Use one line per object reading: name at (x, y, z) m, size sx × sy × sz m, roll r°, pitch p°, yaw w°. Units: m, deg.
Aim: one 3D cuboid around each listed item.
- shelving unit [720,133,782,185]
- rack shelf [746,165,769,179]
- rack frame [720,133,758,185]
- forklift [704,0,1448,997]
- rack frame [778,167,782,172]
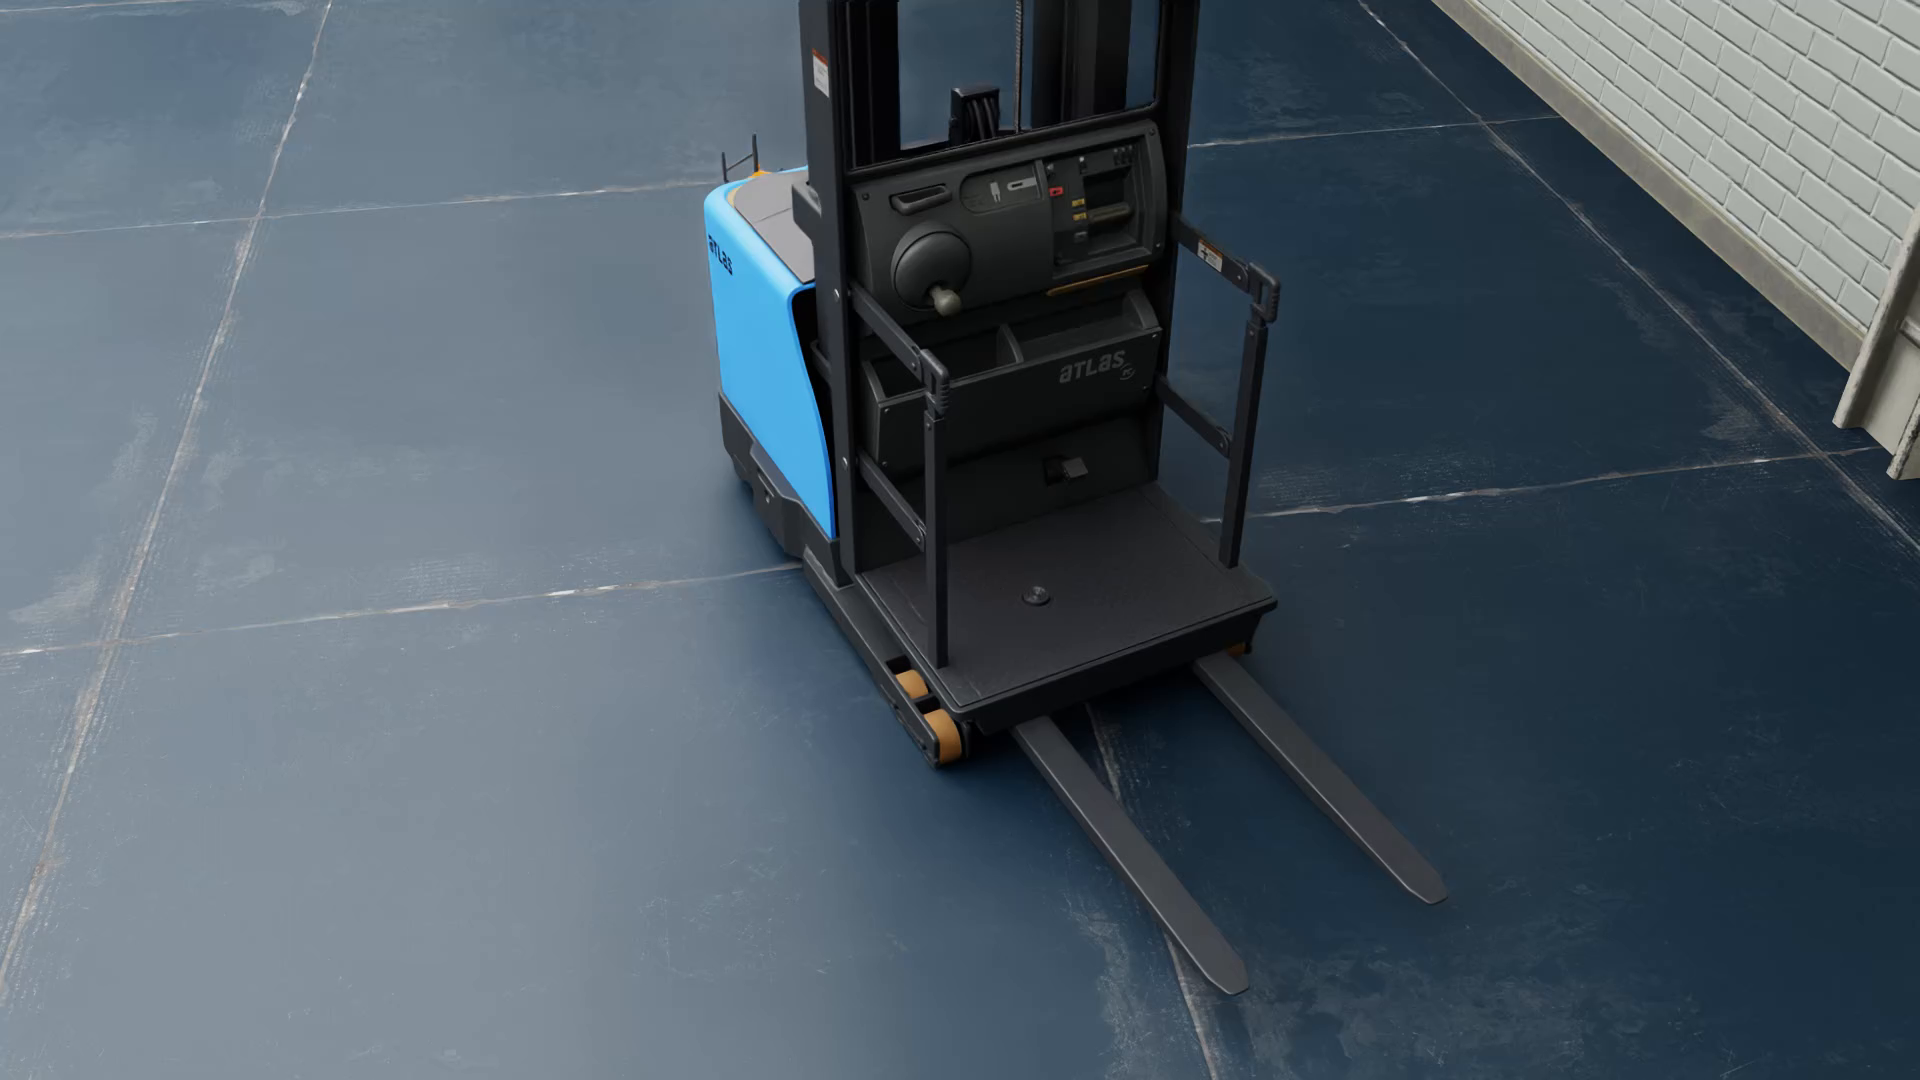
shelving unit at (-0.674, -0.937, 6.100) m, size 0.252 × 1.050 × 0.215 m, roll 20°, pitch 42°, yaw 24°
rack shelf at (-0.673, -1.154, 5.933) m, size 0.240 × 0.259 × 0.215 m, roll 20°, pitch 42°, yaw 24°
rack frame at (-0.779, -0.976, 6.149) m, size 0.008 × 1.050 × 0.200 m, roll 20°, pitch 42°, yaw 24°
forklift at (0.255, -0.809, 4.402) m, size 1.130 × 2.935 × 3.031 m, roll -17°, pitch 41°, yaw -21°
rack frame at (-0.569, -0.899, 6.051) m, size 0.008 × 1.050 × 0.200 m, roll 20°, pitch 42°, yaw 24°
